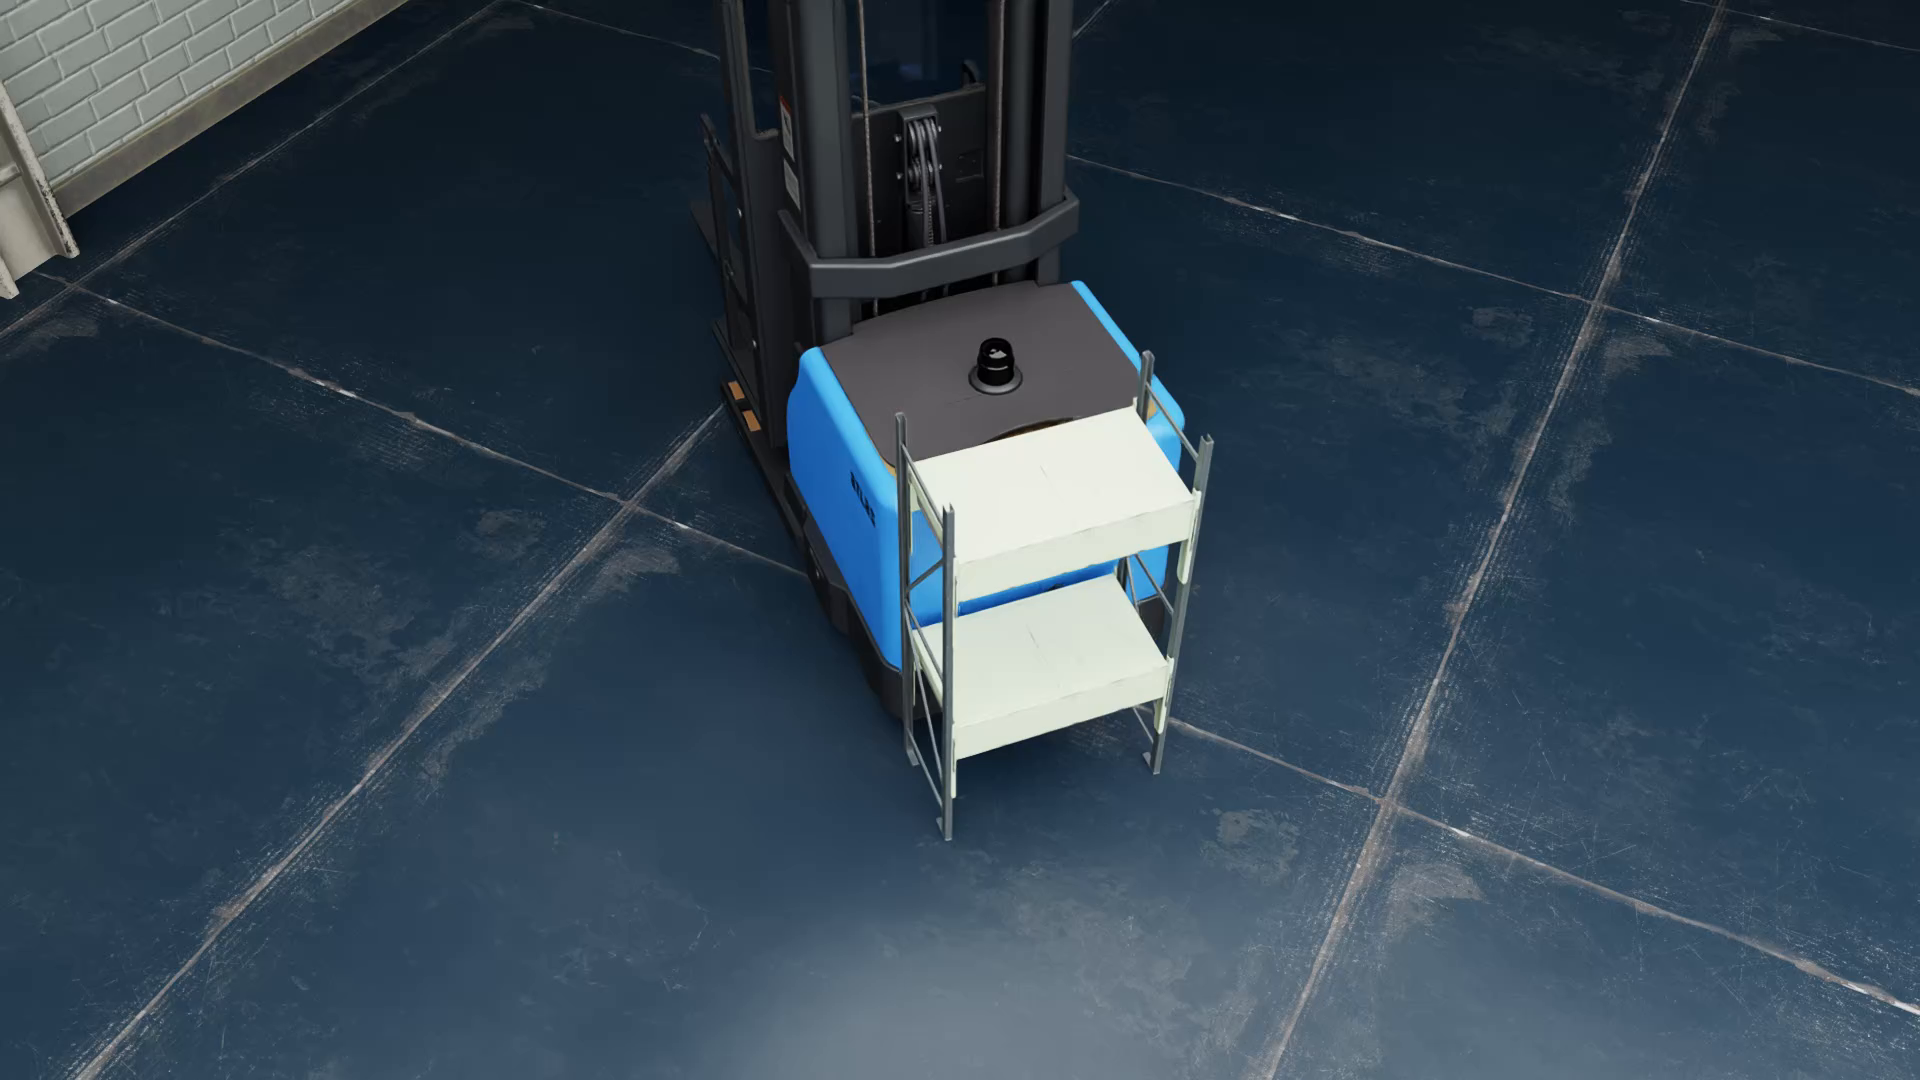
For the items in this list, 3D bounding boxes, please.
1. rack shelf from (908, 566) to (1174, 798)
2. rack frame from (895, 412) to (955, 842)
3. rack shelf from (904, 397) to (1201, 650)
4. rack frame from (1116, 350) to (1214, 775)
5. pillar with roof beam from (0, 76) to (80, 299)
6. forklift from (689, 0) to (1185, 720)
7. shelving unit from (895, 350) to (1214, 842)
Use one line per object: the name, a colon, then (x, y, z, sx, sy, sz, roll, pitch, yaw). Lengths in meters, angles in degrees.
rack shelf: (0.239, 0.439, 5.212, 0.720, 0.370, 0.431, -15, 49, -15)
rack frame: (-0.100, 0.308, 4.883, 0.023, 1.500, 0.400, -15, 49, -15)
rack shelf: (0.245, -0.052, 4.691, 0.720, 0.370, 0.431, -15, 49, -15)
rack frame: (0.584, 0.122, 5.066, 0.023, 1.500, 0.400, -15, 49, -15)
pillar with roof beam: (-0.399, -2.973, 2.861, 9.100, 9.000, 0.400, 20, 49, 19)
forklift: (-0.318, -1.493, 5.665, 1.130, 2.935, 3.031, -16, 48, -16)
shelving unit: (0.242, 0.215, 4.975, 0.755, 1.500, 0.431, -15, 49, -15)
